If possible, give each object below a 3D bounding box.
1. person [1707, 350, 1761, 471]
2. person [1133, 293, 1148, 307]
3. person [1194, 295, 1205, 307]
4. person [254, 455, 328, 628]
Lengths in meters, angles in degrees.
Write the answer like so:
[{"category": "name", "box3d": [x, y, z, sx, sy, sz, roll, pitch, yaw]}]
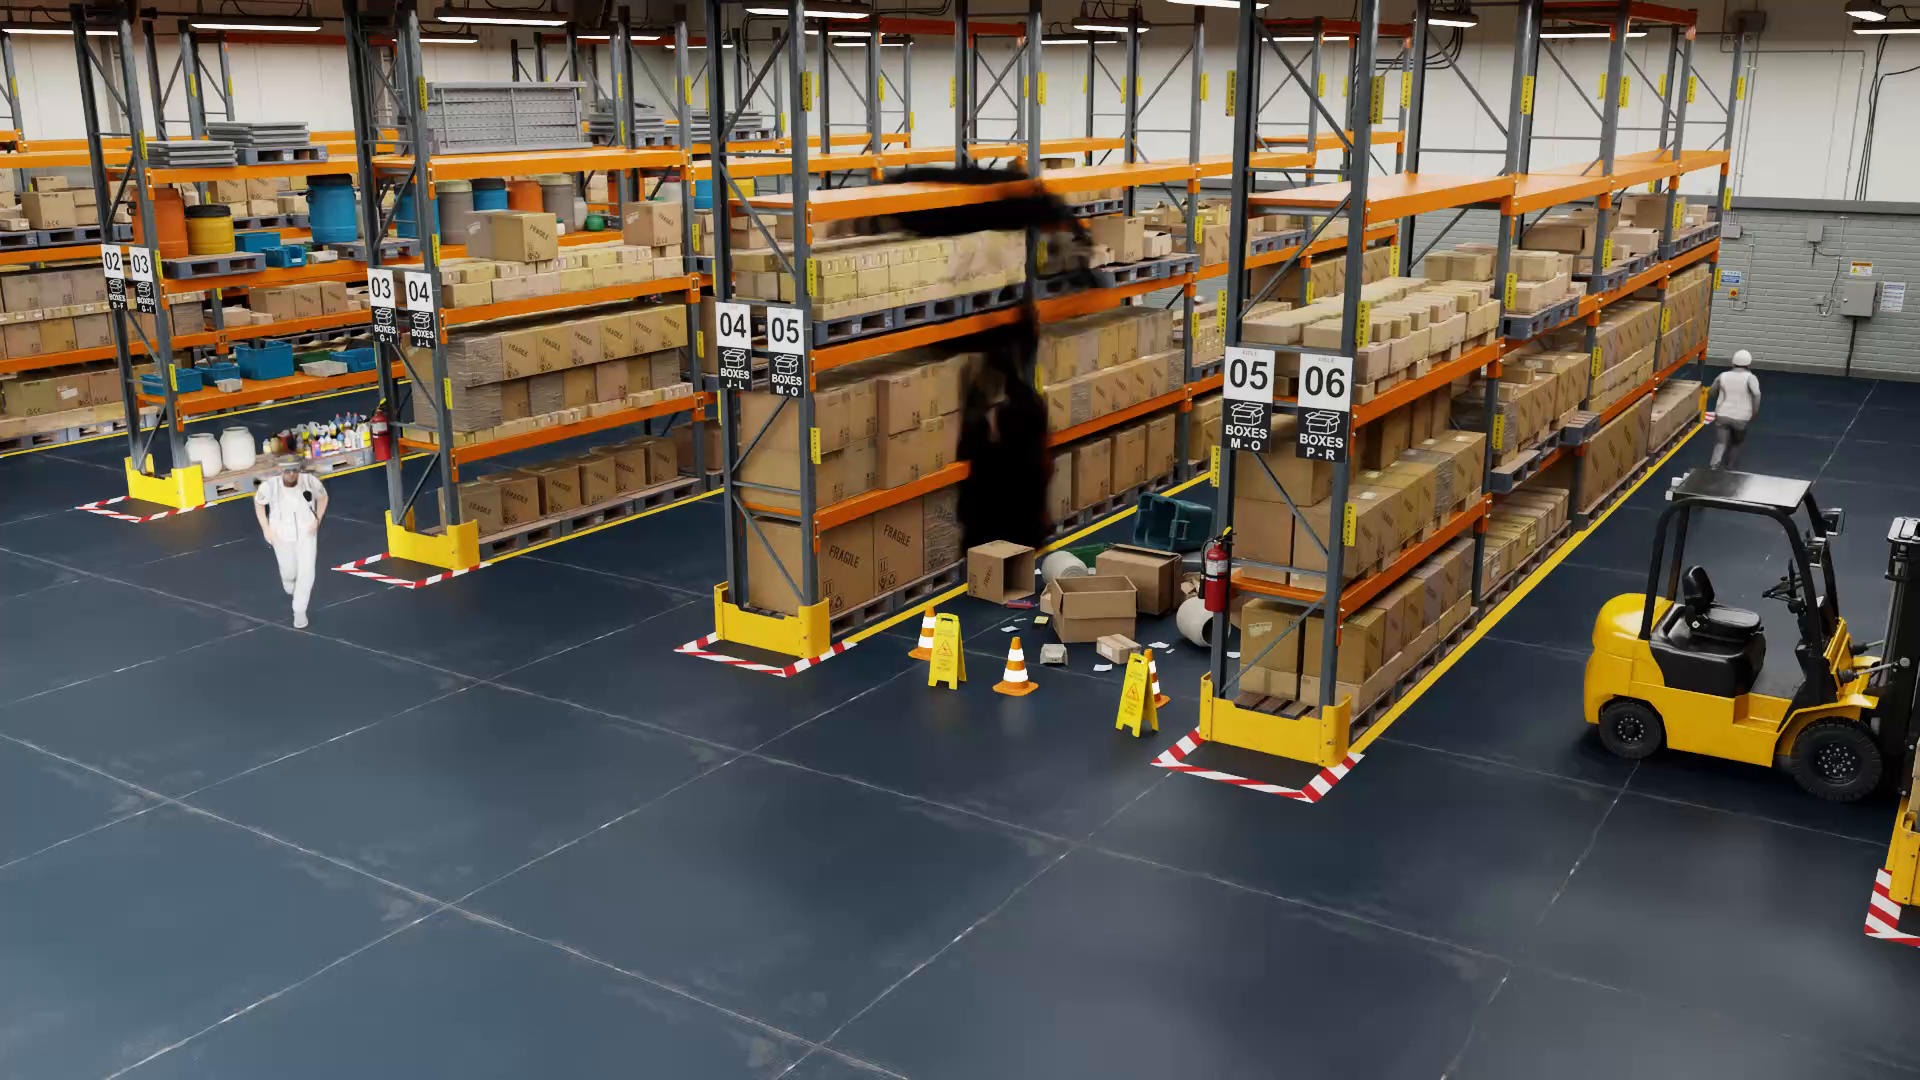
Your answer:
[{"category": "person", "box3d": [10.018, -1.575, 21.590, 0.678, 1.774, 1.010, 12, 19, 36]}, {"category": "person", "box3d": [3.314, -4.523, 32.168, 0.698, 1.775, 0.853, -10, 18, -31]}, {"category": "person", "box3d": [3.868, -3.122, 27.209, 0.696, 1.759, 0.950, 13, 20, 39]}, {"category": "person", "box3d": [-6.489, -0.059, 16.204, 0.663, 1.716, 0.856, -9, 18, -30]}]
